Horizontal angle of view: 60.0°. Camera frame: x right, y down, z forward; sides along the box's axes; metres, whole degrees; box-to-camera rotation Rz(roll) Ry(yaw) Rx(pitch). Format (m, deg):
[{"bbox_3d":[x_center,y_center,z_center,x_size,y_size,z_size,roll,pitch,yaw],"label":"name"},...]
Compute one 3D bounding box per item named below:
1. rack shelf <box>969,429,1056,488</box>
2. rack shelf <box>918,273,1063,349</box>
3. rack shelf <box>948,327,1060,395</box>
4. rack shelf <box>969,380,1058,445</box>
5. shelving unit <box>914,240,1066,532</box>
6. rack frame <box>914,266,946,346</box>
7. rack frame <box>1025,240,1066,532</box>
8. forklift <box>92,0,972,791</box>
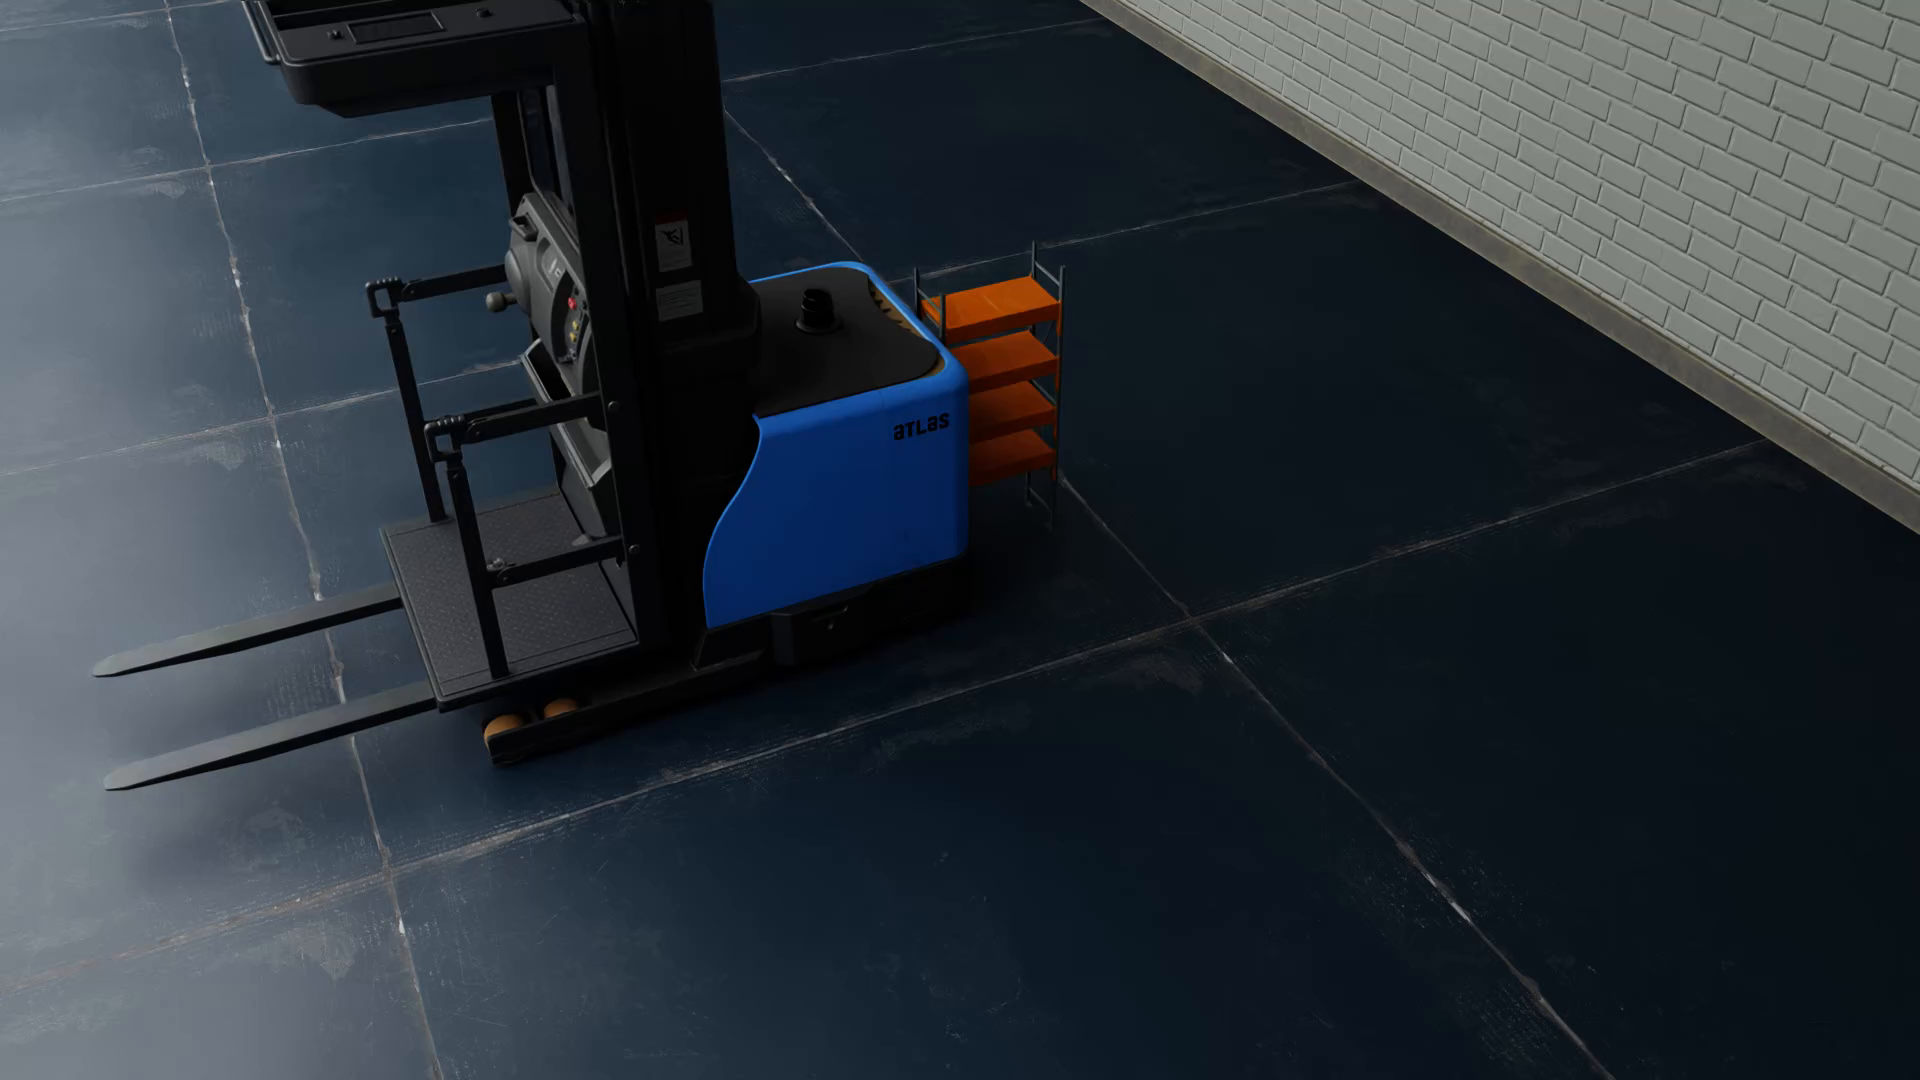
[{"bbox_3d":[0.110,-0.303,6.598,0.480,0.148,0.258,-16,39,-20],"label":"rack shelf"},{"bbox_3d":[0.110,-0.832,6.205,0.480,0.148,0.258,-16,39,-20],"label":"rack shelf"},{"bbox_3d":[0.110,-0.642,6.346,0.480,0.148,0.258,-16,39,-20],"label":"rack shelf"},{"bbox_3d":[0.110,-0.462,6.479,0.480,0.148,0.258,-16,39,-20],"label":"rack shelf"},{"bbox_3d":[0.110,-0.517,6.439,0.503,1.200,0.258,-16,39,-20],"label":"shelving unit"},{"bbox_3d":[-0.109,-0.453,6.354,0.015,1.200,0.240,-16,39,-20],"label":"rack frame"},{"bbox_3d":[0.330,-0.580,6.525,0.015,1.200,0.240,-16,39,-20],"label":"rack frame"},{"bbox_3d":[-1.509,-0.772,5.330,3.031,2.935,1.130,-16,39,-20],"label":"forklift"}]
